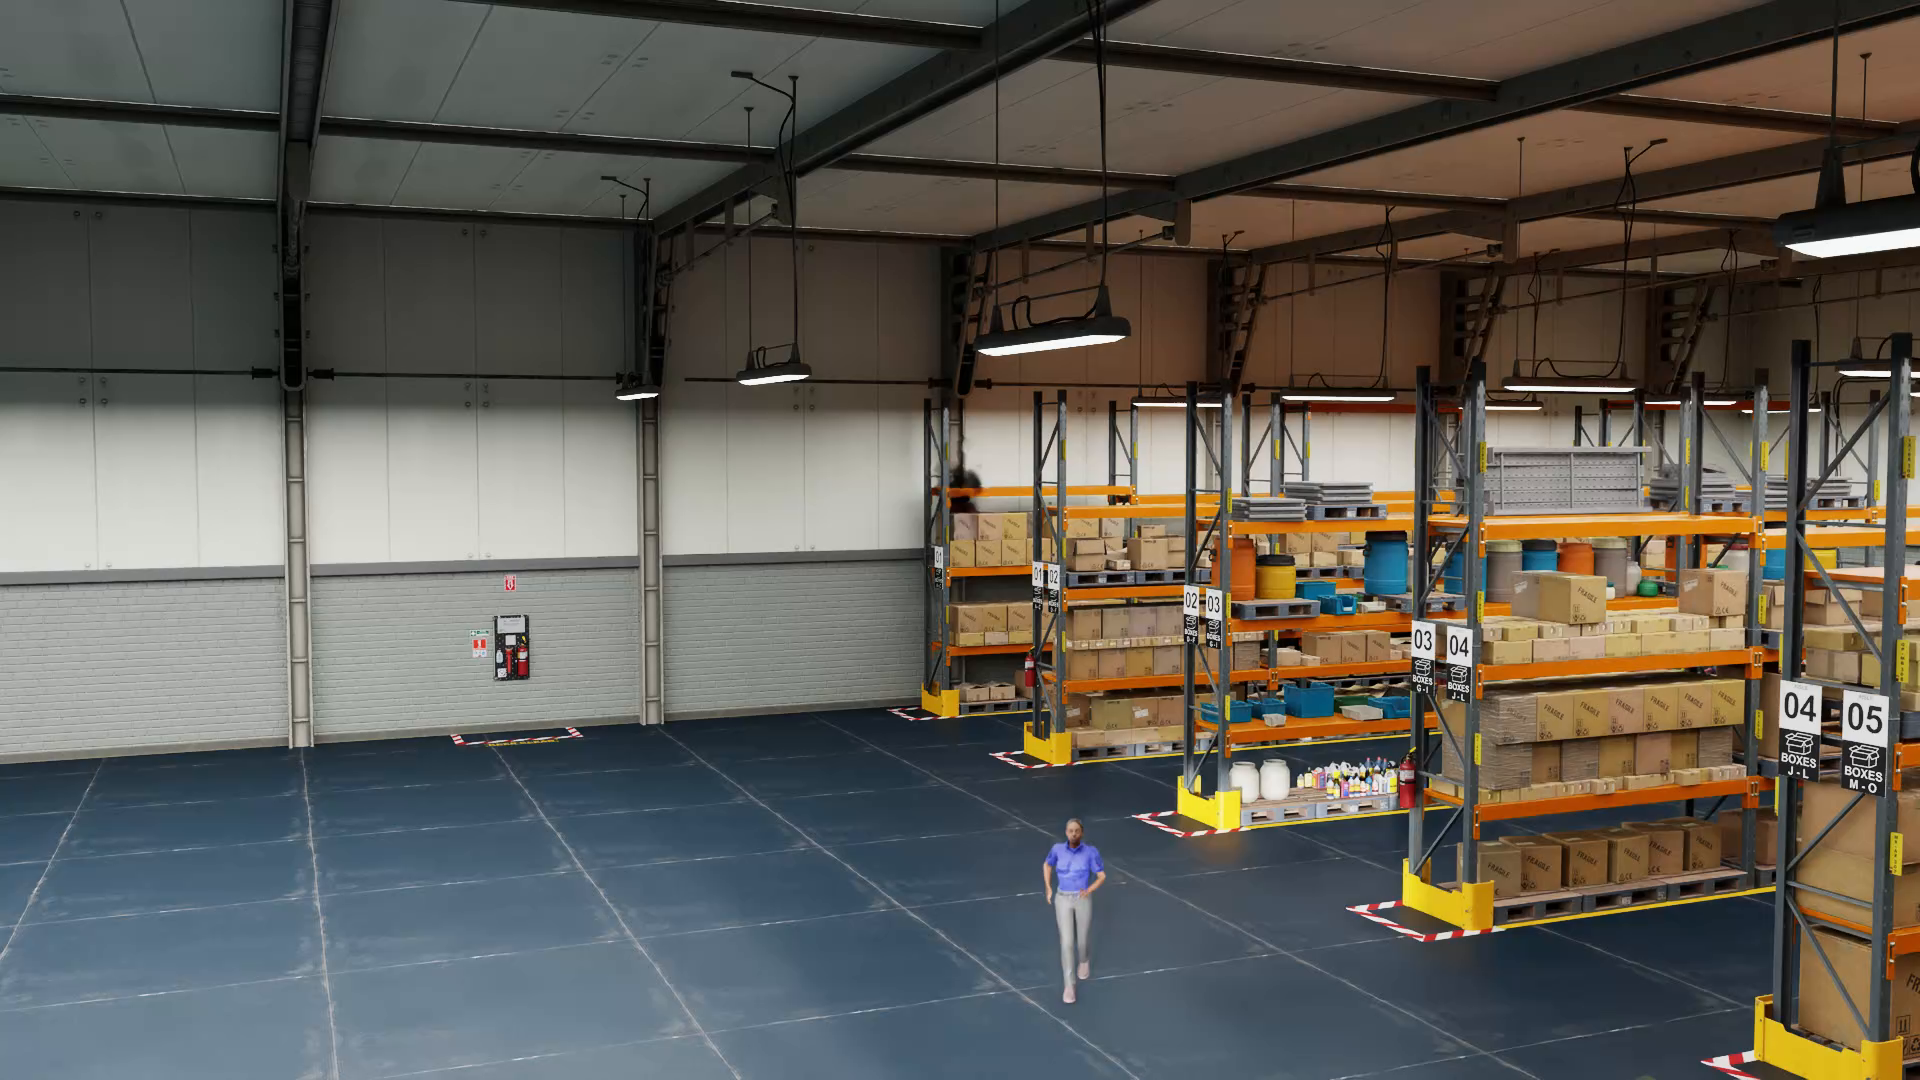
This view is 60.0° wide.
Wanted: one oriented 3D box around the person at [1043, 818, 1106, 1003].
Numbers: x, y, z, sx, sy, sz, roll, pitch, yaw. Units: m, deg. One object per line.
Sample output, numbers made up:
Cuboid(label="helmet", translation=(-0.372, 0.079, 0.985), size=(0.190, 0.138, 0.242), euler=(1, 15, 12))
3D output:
Cuboid(label="person", translation=(1.067, 3.417, 15.600), size=(0.597, 1.647, 0.777), euler=(0, 3, 7))
